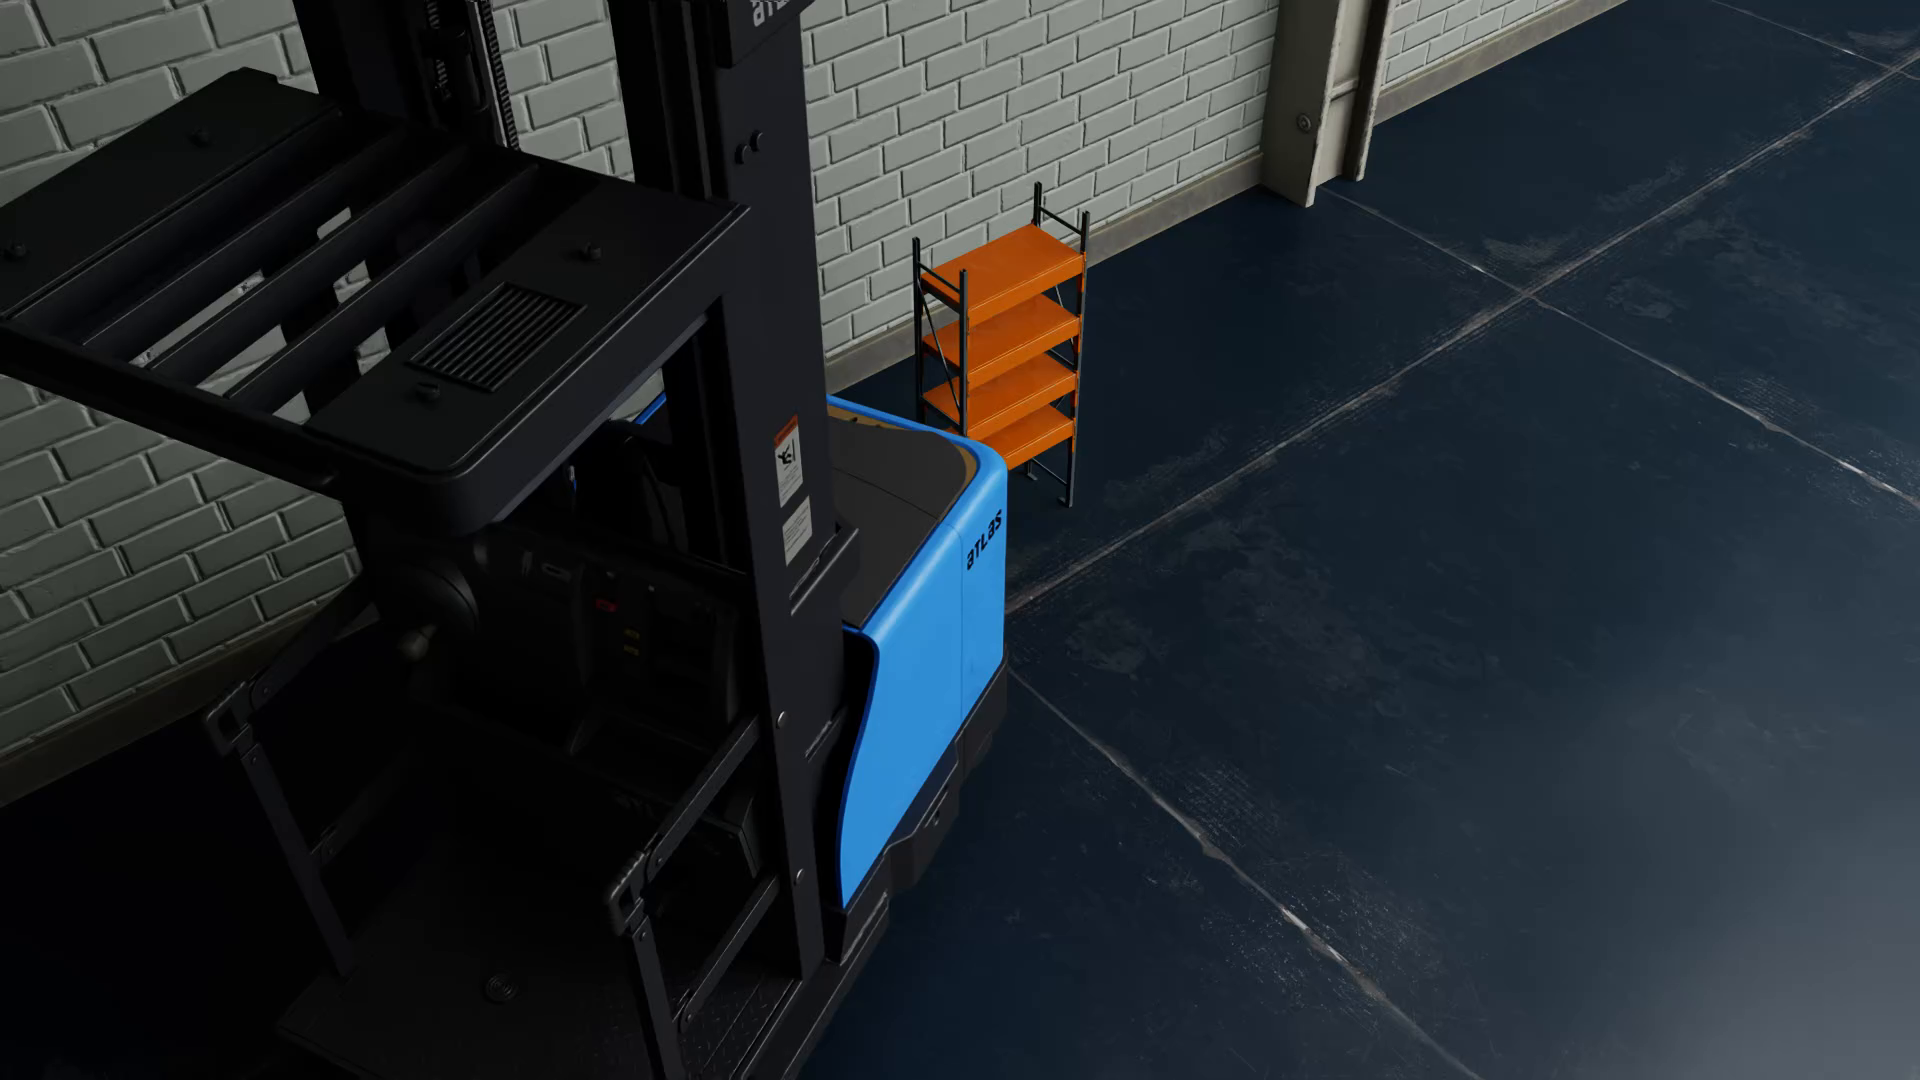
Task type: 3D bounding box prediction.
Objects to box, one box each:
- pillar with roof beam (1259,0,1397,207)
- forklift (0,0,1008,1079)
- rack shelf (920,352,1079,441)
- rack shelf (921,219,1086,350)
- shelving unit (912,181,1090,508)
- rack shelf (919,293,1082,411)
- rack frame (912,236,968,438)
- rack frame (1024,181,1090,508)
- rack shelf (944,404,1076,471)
[{"bbox_3d":[4.332,-2.646,1.994,0.400,9.000,9.100,-30,51,-28],"label":"pillar with roof beam"},{"bbox_3d":[-0.959,0.234,3.360,1.130,2.935,3.031,19,46,19],"label":"forklift"},{"bbox_3d":[0.127,-0.461,5.463,0.480,0.148,0.258,-30,51,-28],"label":"rack shelf"},{"bbox_3d":[0.127,-0.796,5.148,0.480,0.148,0.258,-30,51,-28],"label":"rack shelf"},{"bbox_3d":[0.127,-0.510,5.417,0.503,1.200,0.258,-30,51,-28],"label":"shelving unit"},{"bbox_3d":[0.127,-0.624,5.310,0.480,0.148,0.258,-30,51,-28],"label":"rack shelf"},{"bbox_3d":[-0.060,-0.403,5.303,0.015,1.200,0.240,-30,51,-28],"label":"rack frame"},{"bbox_3d":[0.314,-0.617,5.531,0.015,1.200,0.240,-30,51,-28],"label":"rack frame"},{"bbox_3d":[0.127,-0.316,5.599,0.480,0.148,0.258,-30,51,-28],"label":"rack shelf"}]
